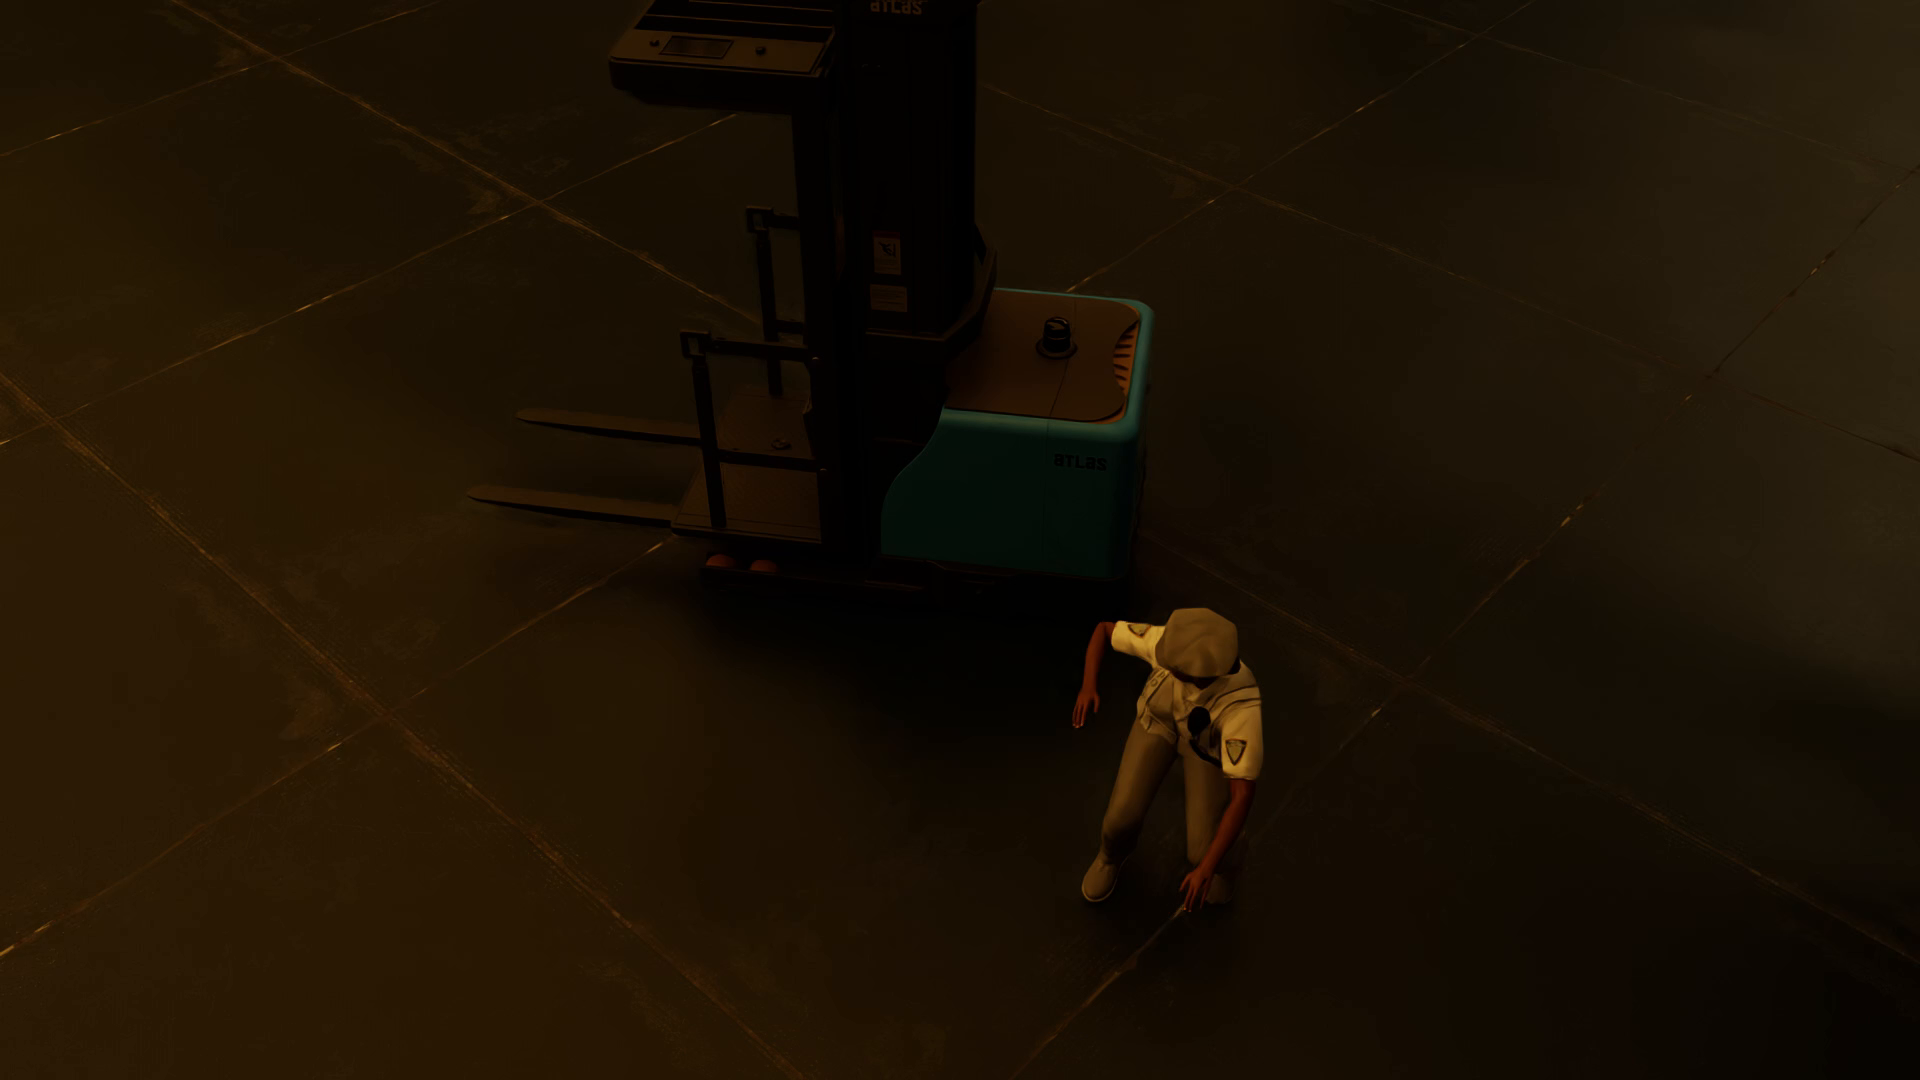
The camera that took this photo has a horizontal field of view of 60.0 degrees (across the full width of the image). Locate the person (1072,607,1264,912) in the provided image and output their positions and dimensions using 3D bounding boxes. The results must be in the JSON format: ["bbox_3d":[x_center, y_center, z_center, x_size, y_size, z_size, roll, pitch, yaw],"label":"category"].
[{"bbox_3d":[0.685,0.803,5.685,0.716,1.414,0.893,20,44,21],"label":"person"}]

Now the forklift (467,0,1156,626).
[{"bbox_3d":[-0.699,-1.194,6.820,3.031,2.935,1.130,6,41,7],"label":"forklift"}]
